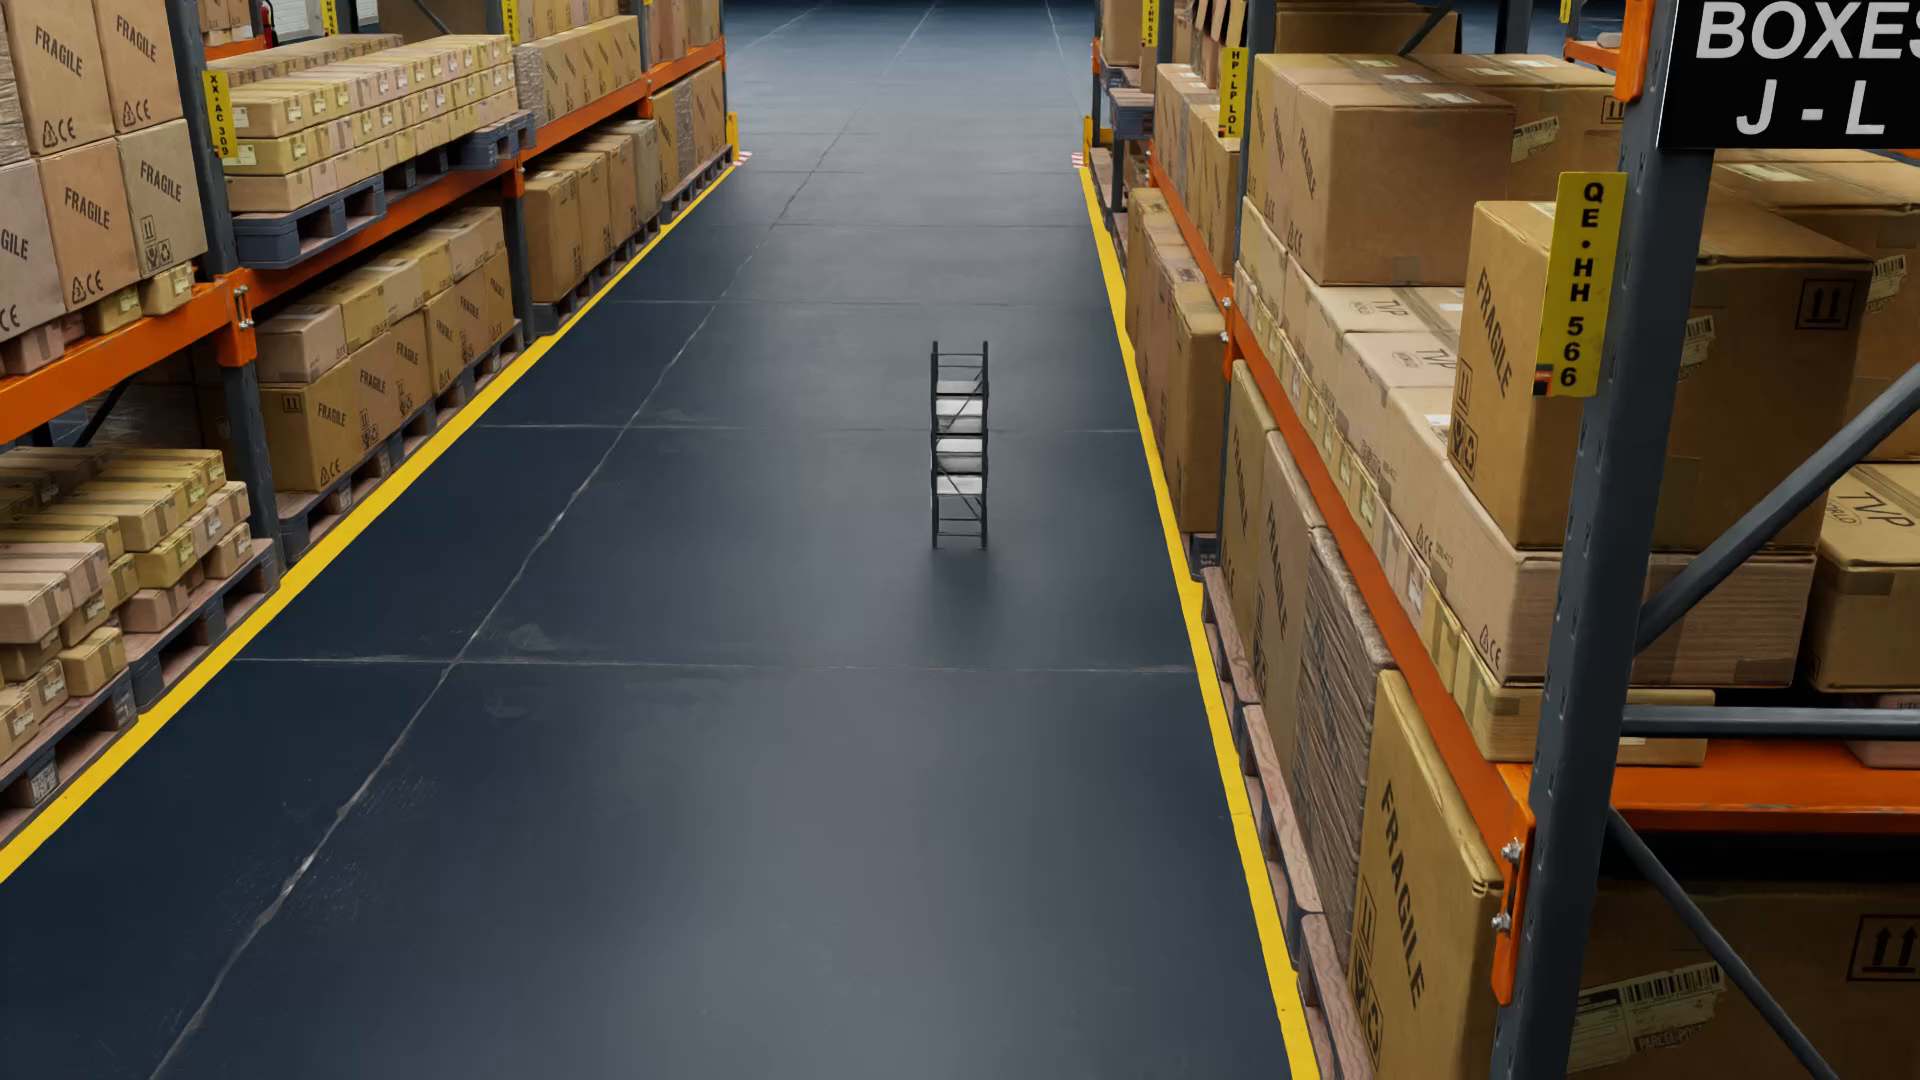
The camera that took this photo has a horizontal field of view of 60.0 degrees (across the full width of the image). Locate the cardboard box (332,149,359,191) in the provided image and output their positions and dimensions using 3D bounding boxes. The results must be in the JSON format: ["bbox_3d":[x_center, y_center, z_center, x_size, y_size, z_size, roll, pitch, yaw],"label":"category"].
[{"bbox_3d":[-2.912,-1.647,7.393,0.380,0.149,0.250,1,21,2],"label":"cardboard box"}]

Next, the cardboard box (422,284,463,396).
[{"bbox_3d":[-3.054,-1.097,9.084,0.500,0.500,0.500,0,21,-1],"label":"cardboard box"}]

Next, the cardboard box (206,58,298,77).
[{"bbox_3d":[-3.534,-2.312,8.285,0.380,0.149,0.250,0,21,1],"label":"cardboard box"}]

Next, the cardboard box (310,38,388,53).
[{"bbox_3d":[-3.490,-2.780,9.492,0.380,0.149,0.250,0,21,0],"label":"cardboard box"}]

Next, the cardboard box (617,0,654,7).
[{"bbox_3d":[-3.109,-4.839,14.153,0.875,0.550,0.550,1,21,2],"label":"cardboard box"}]

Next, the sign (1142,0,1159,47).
[{"bbox_3d":[1.136,-3.101,9.882,0.100,0.325,0.005,1,21,2],"label":"sign"}]

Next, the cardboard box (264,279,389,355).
[{"bbox_3d":[-3.098,-1.077,7.996,0.500,0.250,0.500,1,21,3],"label":"cardboard box"}]

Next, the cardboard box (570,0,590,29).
[{"bbox_3d":[-3.193,-4.097,12.421,0.700,0.500,0.500,1,21,2],"label":"cardboard box"}]

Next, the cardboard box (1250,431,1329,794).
[{"bbox_3d":[1.429,0.209,5.200,0.875,0.875,0.875,1,21,2],"label":"cardboard box"}]

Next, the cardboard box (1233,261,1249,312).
[{"bbox_3d":[1.215,-0.929,6.123,0.380,0.149,0.250,1,21,2],"label":"cardboard box"}]

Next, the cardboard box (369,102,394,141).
[{"bbox_3d":[-2.900,-1.973,7.824,0.380,0.149,0.250,1,21,4],"label":"cardboard box"}]

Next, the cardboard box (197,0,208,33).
[{"bbox_3d":[-7.764,-5.221,16.289,0.500,0.500,0.500,1,21,1],"label":"cardboard box"}]

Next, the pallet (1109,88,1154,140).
[{"bbox_3d":[1.593,-2.765,10.773,1.213,0.211,1.003,1,21,2],"label":"pallet"}]

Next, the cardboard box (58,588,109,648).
[{"bbox_3d":[-3.170,0.249,5.690,0.380,0.149,0.250,1,21,3],"label":"cardboard box"}]

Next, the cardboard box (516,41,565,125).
[{"bbox_3d":[-2.980,-3.076,11.172,0.500,0.500,0.500,0,21,1],"label":"cardboard box"}]

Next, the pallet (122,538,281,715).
[{"bbox_3d":[-3.383,0.303,6.456,1.003,0.211,1.213,1,21,2],"label":"pallet"}]

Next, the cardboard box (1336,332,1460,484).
[{"bbox_3d":[1.216,-0.317,3.995,0.500,0.250,0.500,0,21,0],"label":"cardboard box"}]

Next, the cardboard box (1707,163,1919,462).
[{"bbox_3d":[1.735,-0.472,3.359,0.500,0.500,0.500,0,21,0],"label":"cardboard box"}]

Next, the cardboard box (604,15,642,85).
[{"bbox_3d":[-2.903,-3.988,13.521,0.500,0.500,0.500,1,21,1],"label":"cardboard box"}]

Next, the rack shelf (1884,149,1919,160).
[{"bbox_3d":[6.690,-2.929,11.924,1.077,0.370,4.000,1,21,2],"label":"rack shelf"}]

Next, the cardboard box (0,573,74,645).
[{"bbox_3d":[-3.115,0.220,5.354,0.380,0.149,0.250,0,21,0],"label":"cardboard box"}]

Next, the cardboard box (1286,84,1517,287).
[{"bbox_3d":[1.253,-1.031,4.798,0.500,0.500,0.500,0,21,0],"label":"cardboard box"}]

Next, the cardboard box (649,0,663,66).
[{"bbox_3d":[-3.161,-4.535,14.863,0.875,0.550,0.550,1,21,2],"label":"cardboard box"}]

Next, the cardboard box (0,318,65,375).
[{"bbox_3d":[-3.150,-0.635,5.367,0.380,0.149,0.250,0,21,-1],"label":"cardboard box"}]

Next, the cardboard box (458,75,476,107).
[{"bbox_3d":[-2.856,-2.438,9.021,0.380,0.149,0.250,1,21,2],"label":"cardboard box"}]

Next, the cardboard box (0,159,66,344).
[{"bbox_3d":[-3.164,-0.880,5.100,0.500,0.500,0.500,1,21,1],"label":"cardboard box"}]

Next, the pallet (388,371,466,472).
[{"bbox_3d":[-3.342,-0.664,8.948,1.003,0.211,1.213,1,21,2],"label":"pallet"}]

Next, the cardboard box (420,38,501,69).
[{"bbox_3d":[-2.843,-2.769,9.464,0.380,0.149,0.250,0,21,1],"label":"cardboard box"}]

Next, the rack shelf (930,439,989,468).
[{"bbox_3d":[0.000,-0.386,7.371,0.258,0.077,0.200,1,21,2],"label":"rack shelf"}]

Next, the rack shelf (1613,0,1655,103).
[{"bbox_3d":[1.496,-1.489,4.067,1.077,0.370,4.000,1,21,2],"label":"rack shelf"}]

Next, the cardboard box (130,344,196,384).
[{"bbox_3d":[-3.628,-0.892,7.520,0.500,0.250,0.500,0,21,0],"label":"cardboard box"}]

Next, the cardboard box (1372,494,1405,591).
[{"bbox_3d":[1.140,0.007,3.713,0.380,0.149,0.250,1,21,3],"label":"cardboard box"}]

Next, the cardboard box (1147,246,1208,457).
[{"bbox_3d":[1.582,-0.909,8.082,1.225,0.875,0.875,0,21,0],"label":"cardboard box"}]

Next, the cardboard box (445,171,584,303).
[{"bbox_3d":[-3.168,-2.053,11.202,1.050,0.750,0.750,0,21,1],"label":"cardboard box"}]

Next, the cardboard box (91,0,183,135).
[{"bbox_3d":[-3.142,-1.719,5.880,0.500,0.500,0.500,0,21,0],"label":"cardboard box"}]

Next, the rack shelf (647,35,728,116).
[{"bbox_3d":[-3.094,-4.520,16.027,1.077,0.370,4.000,1,21,2],"label":"rack shelf"}]

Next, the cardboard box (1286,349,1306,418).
[{"bbox_3d":[1.176,-0.460,4.915,0.380,0.149,0.250,1,21,2],"label":"cardboard box"}]

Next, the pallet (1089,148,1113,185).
[{"bbox_3d":[1.859,-3.867,17.203,1.003,0.211,1.213,1,21,2],"label":"pallet"}]

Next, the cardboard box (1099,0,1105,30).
[{"bbox_3d":[1.877,-5.475,16.942,0.875,0.500,0.500,1,21,2],"label":"cardboard box"}]

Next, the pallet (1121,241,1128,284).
[{"bbox_3d":[1.743,-2.018,12.437,1.003,0.211,1.213,1,21,2],"label":"pallet"}]

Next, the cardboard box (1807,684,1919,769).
[{"bbox_3d":[1.776,0.290,2.983,0.380,0.149,0.250,1,21,2],"label":"cardboard box"}]

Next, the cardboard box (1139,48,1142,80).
[{"bbox_3d":[1.459,-3.334,11.581,0.396,0.266,0.258,0,21,0],"label":"cardboard box"}]

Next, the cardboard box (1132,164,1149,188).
[{"bbox_3d":[1.726,-2.687,13.155,0.700,0.500,0.500,1,21,1],"label":"cardboard box"}]

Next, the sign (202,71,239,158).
[{"bbox_3d":[-2.855,-1.641,6.413,0.100,0.325,0.005,1,21,2],"label":"sign"}]

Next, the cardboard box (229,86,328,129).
[{"bbox_3d":[-2.924,-1.834,7.054,0.380,0.149,0.250,1,21,3],"label":"cardboard box"}]

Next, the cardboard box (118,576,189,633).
[{"bbox_3d":[-3.104,0.228,6.155,0.380,0.149,0.250,0,21,0],"label":"cardboard box"}]

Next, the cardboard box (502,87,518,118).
[{"bbox_3d":[-2.832,-2.582,9.802,0.380,0.149,0.250,1,21,3],"label":"cardboard box"}]

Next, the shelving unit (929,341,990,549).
[{"bbox_3d":[0.000,-0.417,7.359,0.258,0.900,0.210,1,21,2],"label":"shelving unit"}]

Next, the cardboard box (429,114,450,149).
[{"bbox_3d":[-2.876,-2.118,8.607,0.380,0.149,0.250,1,21,3],"label":"cardboard box"}]

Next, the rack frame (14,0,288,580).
[{"bbox_3d":[-3.398,-1.240,6.578,1.000,3.000,0.127,1,21,2],"label":"rack frame"}]

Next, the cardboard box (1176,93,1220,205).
[{"bbox_3d":[1.349,-1.917,8.184,0.500,0.500,0.500,1,21,2],"label":"cardboard box"}]

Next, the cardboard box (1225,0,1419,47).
[{"bbox_3d":[1.600,-2.142,7.379,0.797,0.503,0.637,1,21,2],"label":"cardboard box"}]

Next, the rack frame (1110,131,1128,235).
[{"bbox_3d":[1.800,-4.042,13.798,1.000,3.000,0.127,1,21,2],"label":"rack frame"}]

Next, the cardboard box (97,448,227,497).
[{"bbox_3d":[-3.149,-0.253,6.572,0.380,0.149,0.250,1,21,3],"label":"cardboard box"}]

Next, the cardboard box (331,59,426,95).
[{"bbox_3d":[-2.883,-2.299,8.250,0.380,0.149,0.250,1,21,3],"label":"cardboard box"}]

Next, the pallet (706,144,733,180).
[{"bbox_3d":[-2.979,-3.989,17.518,1.003,0.211,1.213,1,21,2],"label":"pallet"}]
